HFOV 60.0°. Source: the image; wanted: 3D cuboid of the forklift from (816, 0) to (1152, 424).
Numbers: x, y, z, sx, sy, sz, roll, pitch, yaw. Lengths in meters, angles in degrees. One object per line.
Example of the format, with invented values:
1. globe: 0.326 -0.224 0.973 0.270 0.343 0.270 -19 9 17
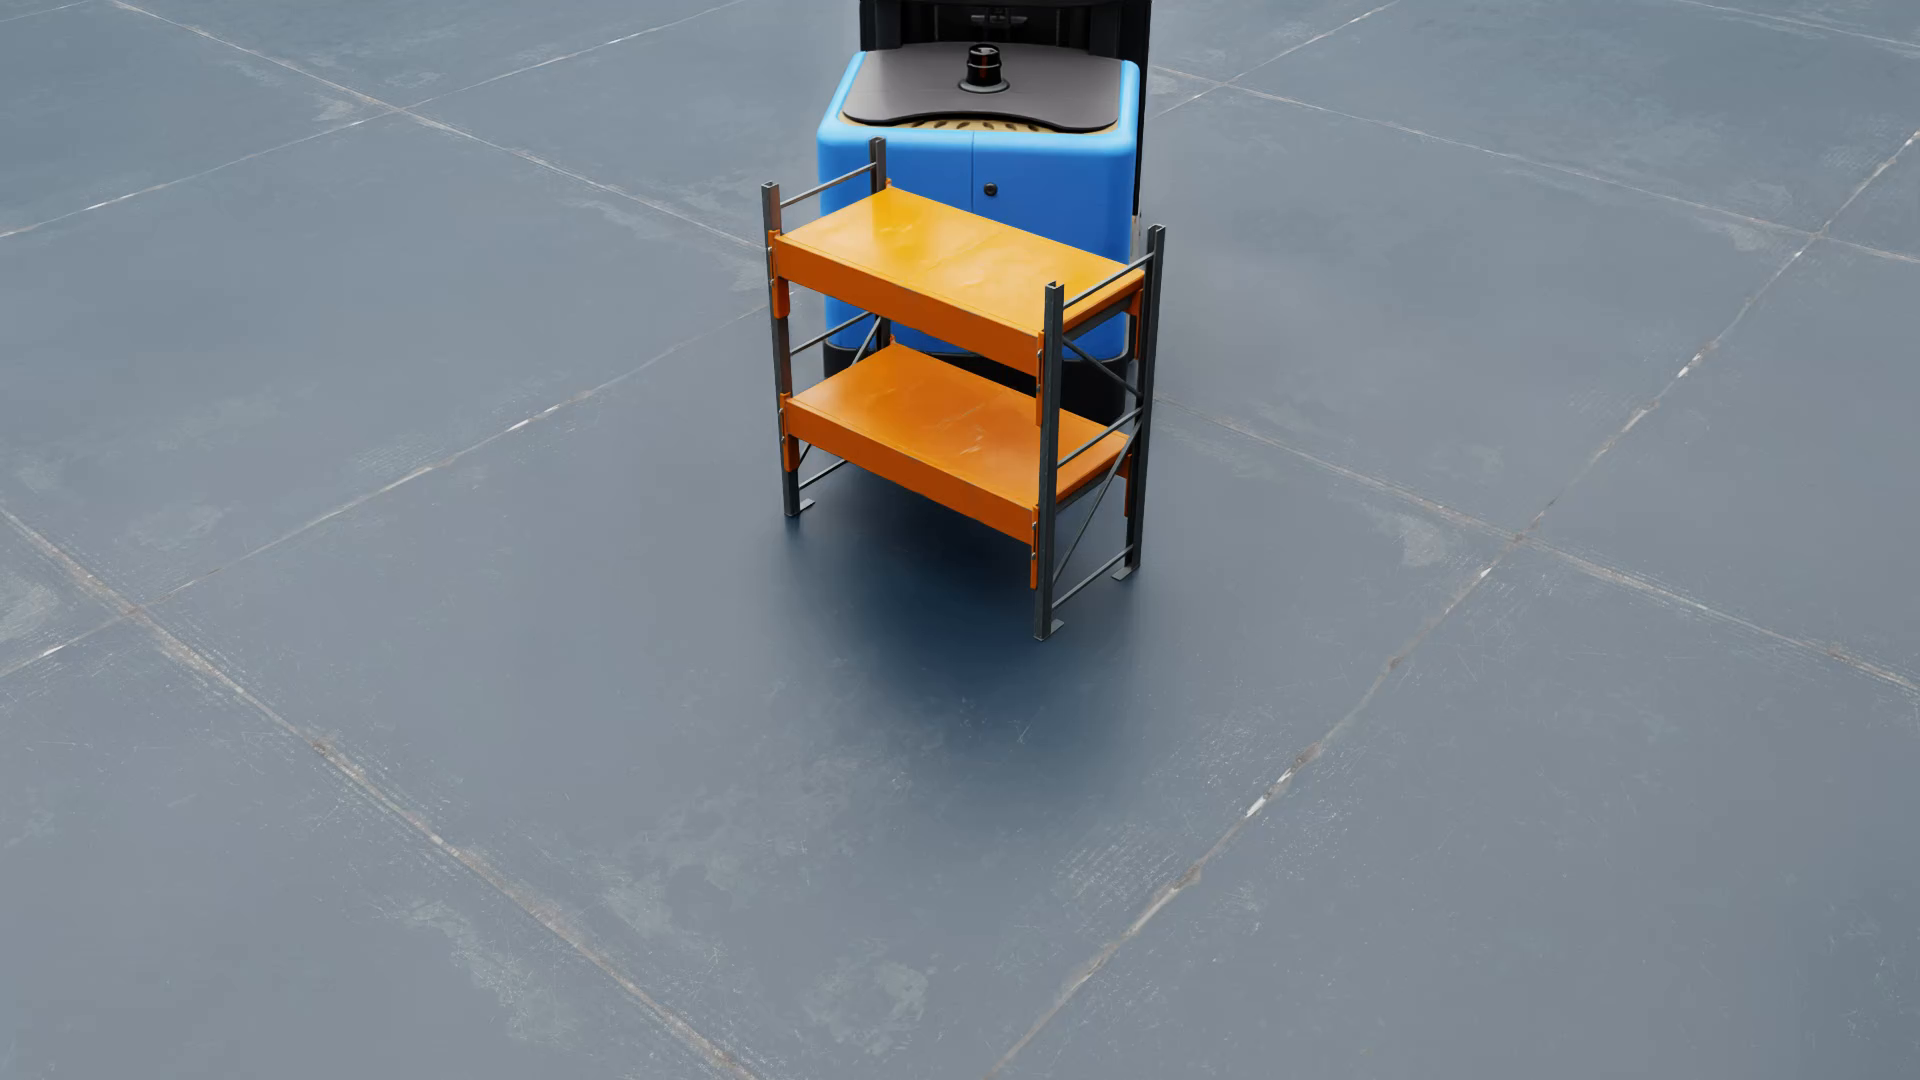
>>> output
1. forklift: 0.193 -2.424 6.190 1.130 2.935 3.031 3 35 5

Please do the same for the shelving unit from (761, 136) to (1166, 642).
1. shelving unit: -0.005 -0.466 4.935 1.048 1.125 0.538 25 42 32

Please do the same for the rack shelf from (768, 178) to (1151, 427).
1. rack shelf: -0.005 -0.707 4.769 1.000 0.278 0.538 25 42 32

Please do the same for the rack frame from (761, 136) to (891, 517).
1. rack frame: -0.396 -0.650 5.203 0.032 1.125 0.500 25 42 32

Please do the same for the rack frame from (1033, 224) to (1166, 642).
1. rack frame: 0.385 -0.282 4.667 0.032 1.125 0.500 25 42 32

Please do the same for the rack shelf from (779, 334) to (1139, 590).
1. rack shelf: -0.005 -0.265 5.074 1.000 0.278 0.538 25 42 32
